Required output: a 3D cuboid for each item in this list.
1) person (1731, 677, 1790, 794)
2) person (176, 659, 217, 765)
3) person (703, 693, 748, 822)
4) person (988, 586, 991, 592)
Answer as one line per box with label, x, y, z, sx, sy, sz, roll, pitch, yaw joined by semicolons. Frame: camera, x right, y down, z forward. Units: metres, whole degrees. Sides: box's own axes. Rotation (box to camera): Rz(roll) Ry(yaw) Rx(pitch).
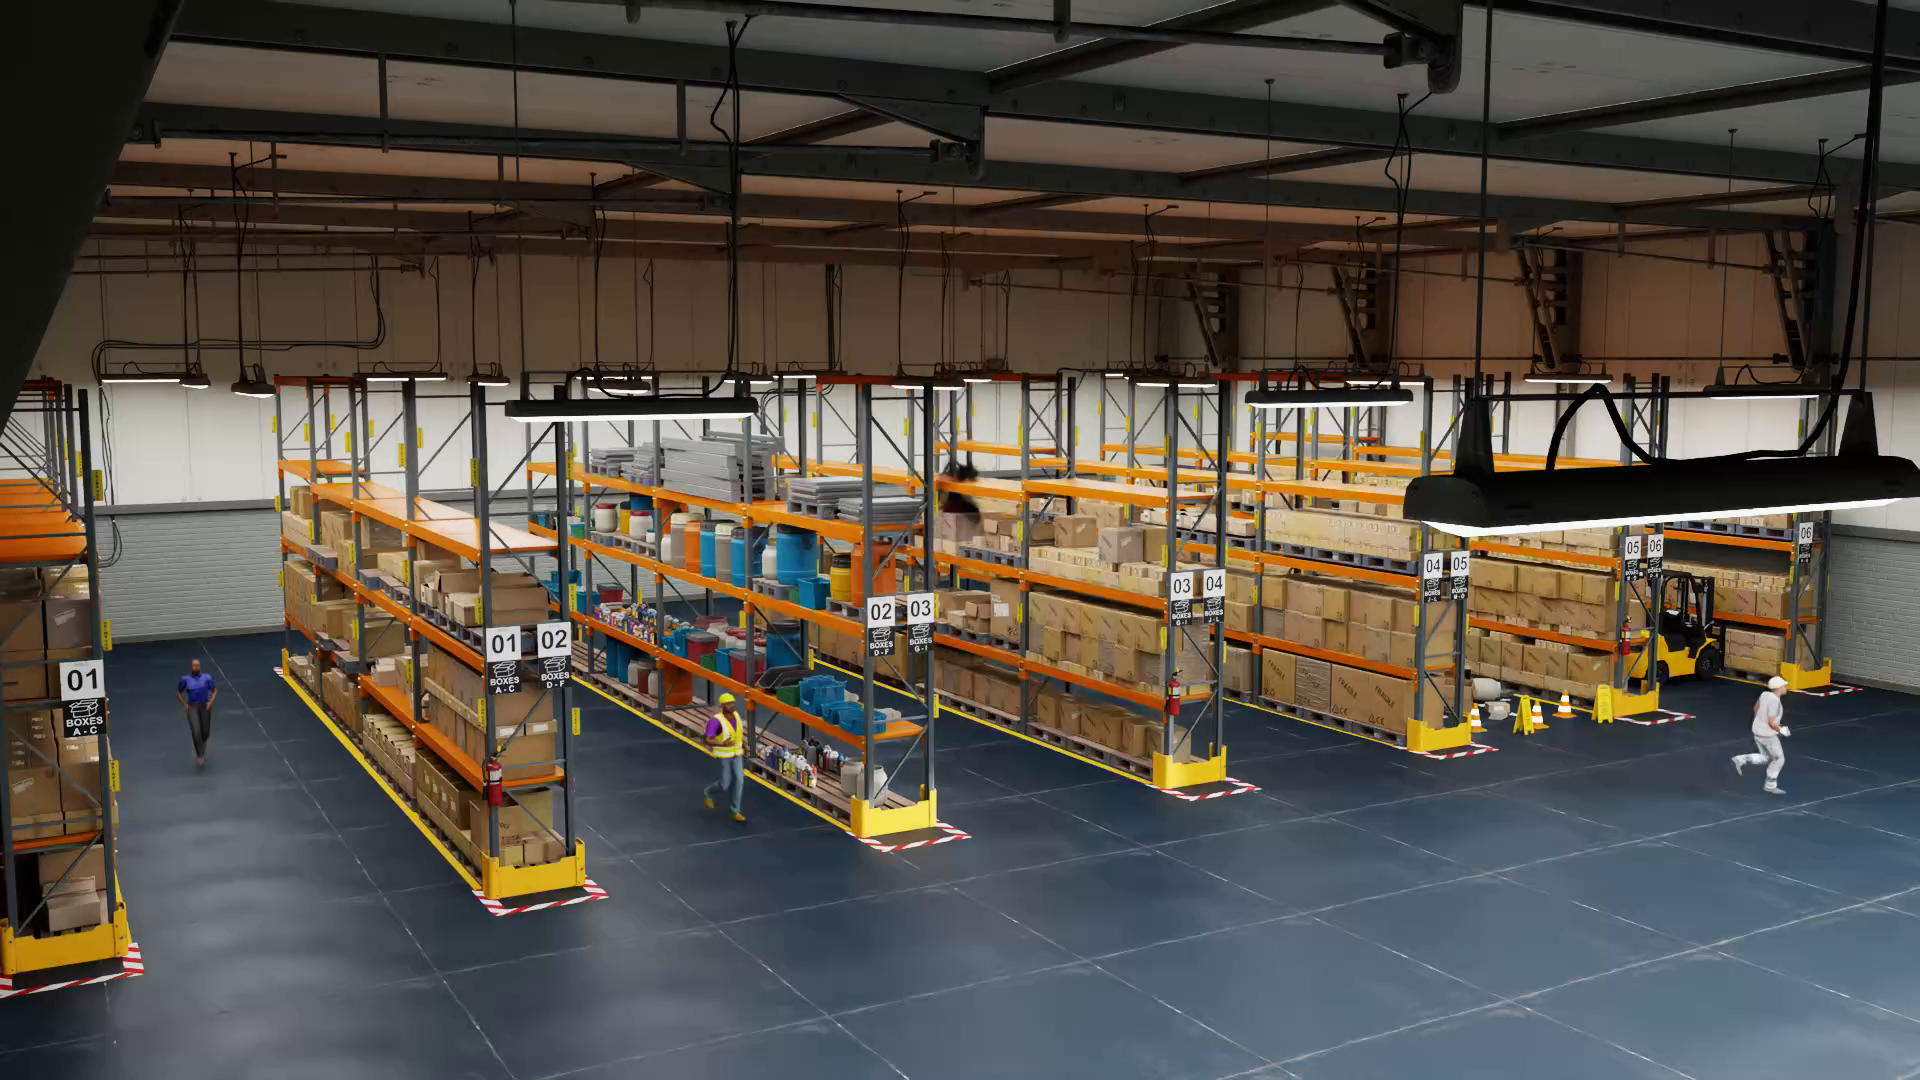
person;11.668;2.844;24.217;0.762;1.746;0.685;1;6;9
person;-12.001;2.668;26.171;0.590;1.640;0.743;-4;7;-31
person;-3.218;2.961;22.857;0.822;1.740;0.715;6;9;43
person;0.932;0.640;43.921;0.709;1.767;1.008;4;8;35
